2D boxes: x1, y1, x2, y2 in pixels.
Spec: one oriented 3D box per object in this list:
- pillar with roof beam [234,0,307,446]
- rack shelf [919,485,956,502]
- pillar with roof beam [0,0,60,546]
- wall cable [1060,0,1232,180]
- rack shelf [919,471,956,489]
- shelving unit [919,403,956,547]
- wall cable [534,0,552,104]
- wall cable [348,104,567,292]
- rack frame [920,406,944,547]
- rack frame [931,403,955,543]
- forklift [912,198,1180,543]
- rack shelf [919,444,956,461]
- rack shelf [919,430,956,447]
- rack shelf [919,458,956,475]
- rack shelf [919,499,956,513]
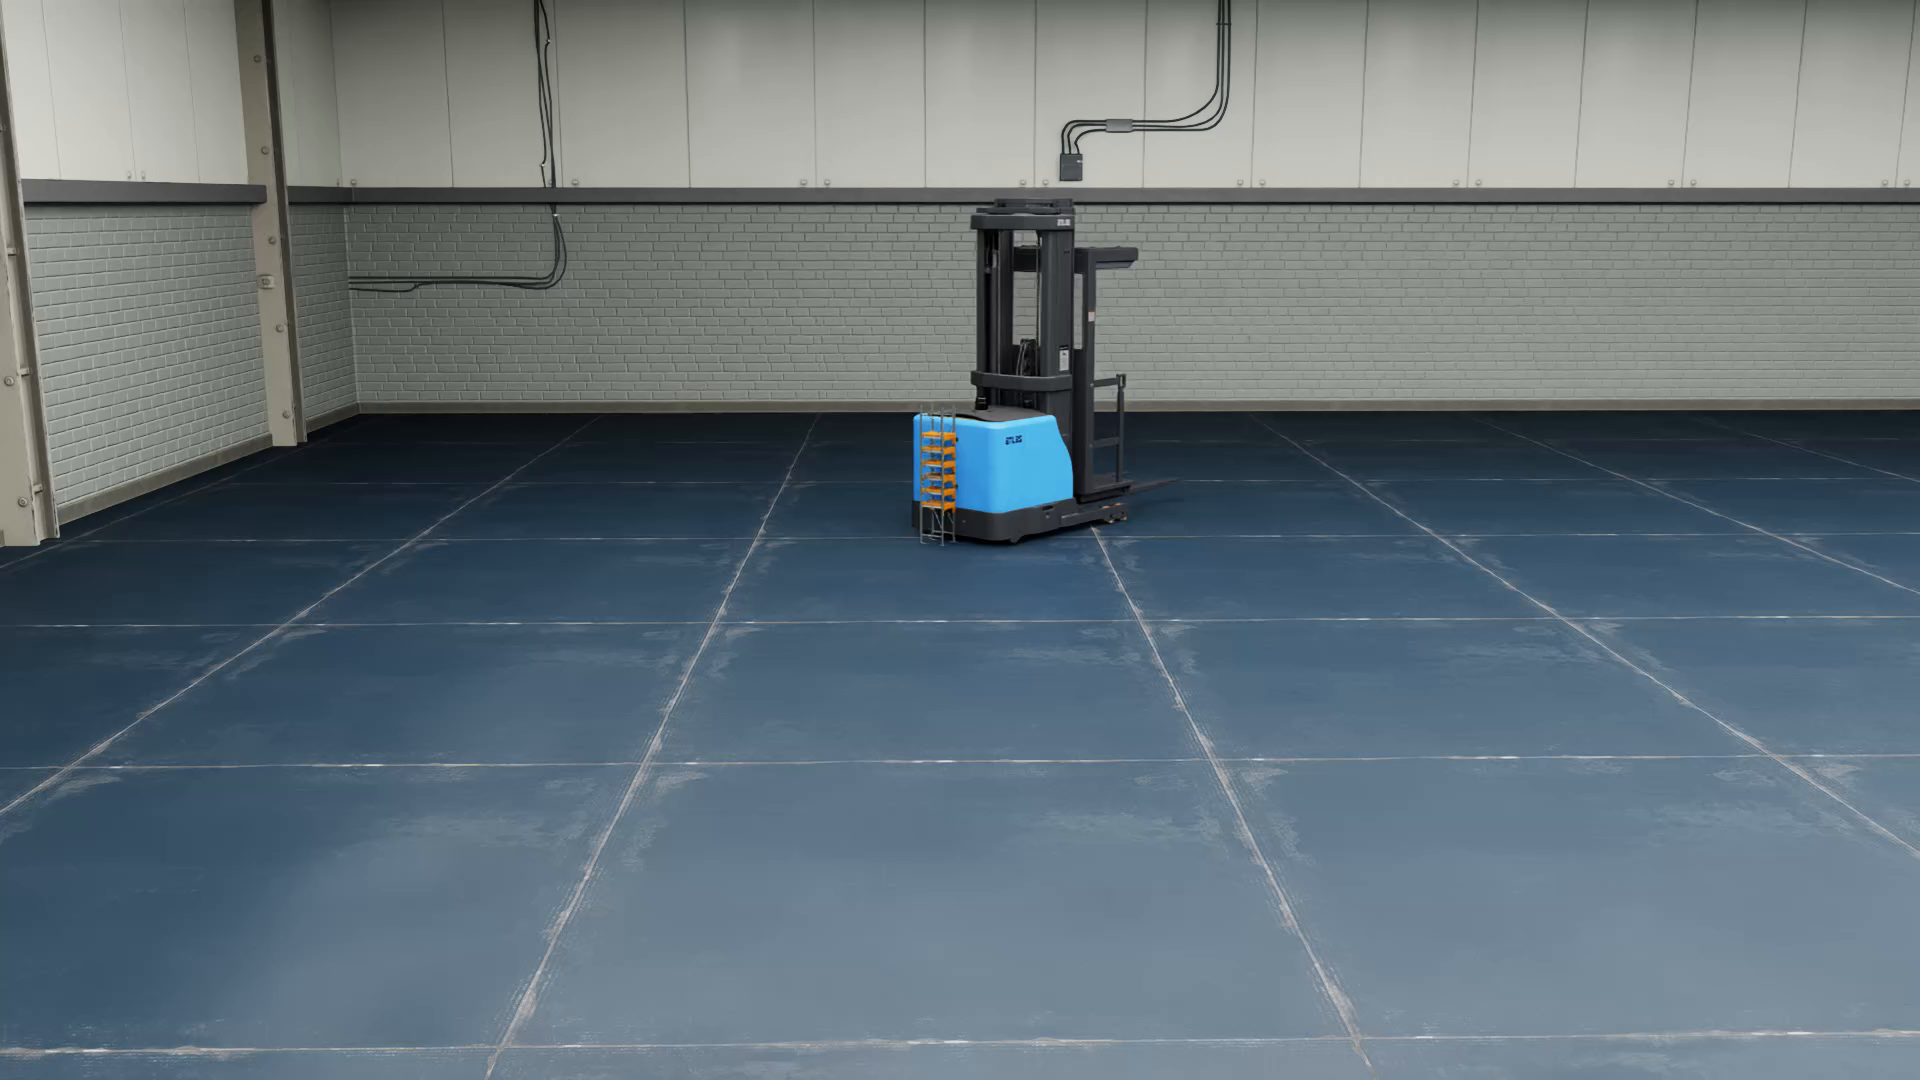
[{"bbox_3d":[-3.925,-5.610,19.578,9.100,9.000,0.400,0,11,-1],"label":"pillar with roof beam"},{"bbox_3d":[-0.193,-0.399,14.334,0.258,0.103,0.180,7,14,32],"label":"rack shelf"},{"bbox_3d":[-3.801,-4.417,13.699,9.100,9.000,0.400,0,11,-1],"label":"pillar with roof beam"},{"bbox_3d":[2.524,-7.886,22.243,2.305,6.003,0.169,0,11,-1],"label":"wall cable"},{"bbox_3d":[-0.193,-0.516,14.310,0.258,0.103,0.180,7,14,32],"label":"rack shelf"},{"bbox_3d":[-0.193,-0.560,14.301,0.258,1.200,0.189,7,14,32],"label":"shelving unit"},{"bbox_3d":[-4.263,-7.148,22.266,3.097,2.526,0.112,0,11,-1],"label":"wall cable"},{"bbox_3d":[-6.967,-4.662,22.713,3.097,2.526,0.112,0,11,-1],"label":"wall cable"},{"bbox_3d":[-0.243,-0.545,14.226,0.240,1.200,0.006,7,14,32],"label":"rack frame"},{"bbox_3d":[-0.144,-0.575,14.377,0.240,1.200,0.006,7,14,32],"label":"rack frame"},{"bbox_3d":[0.926,-1.644,15.293,1.130,2.935,3.031,10,15,41],"label":"forklift"},{"bbox_3d":[-0.193,-0.752,14.262,0.258,0.103,0.180,7,14,32],"label":"rack shelf"},{"bbox_3d":[-0.193,-0.869,14.238,0.258,0.103,0.180,7,14,32],"label":"rack shelf"},{"bbox_3d":[-0.193,-0.634,14.286,0.258,0.103,0.180,7,14,32],"label":"rack shelf"},{"bbox_3d":[-0.193,-0.281,14.358,0.258,0.103,0.180,7,14,32],"label":"rack shelf"}]
